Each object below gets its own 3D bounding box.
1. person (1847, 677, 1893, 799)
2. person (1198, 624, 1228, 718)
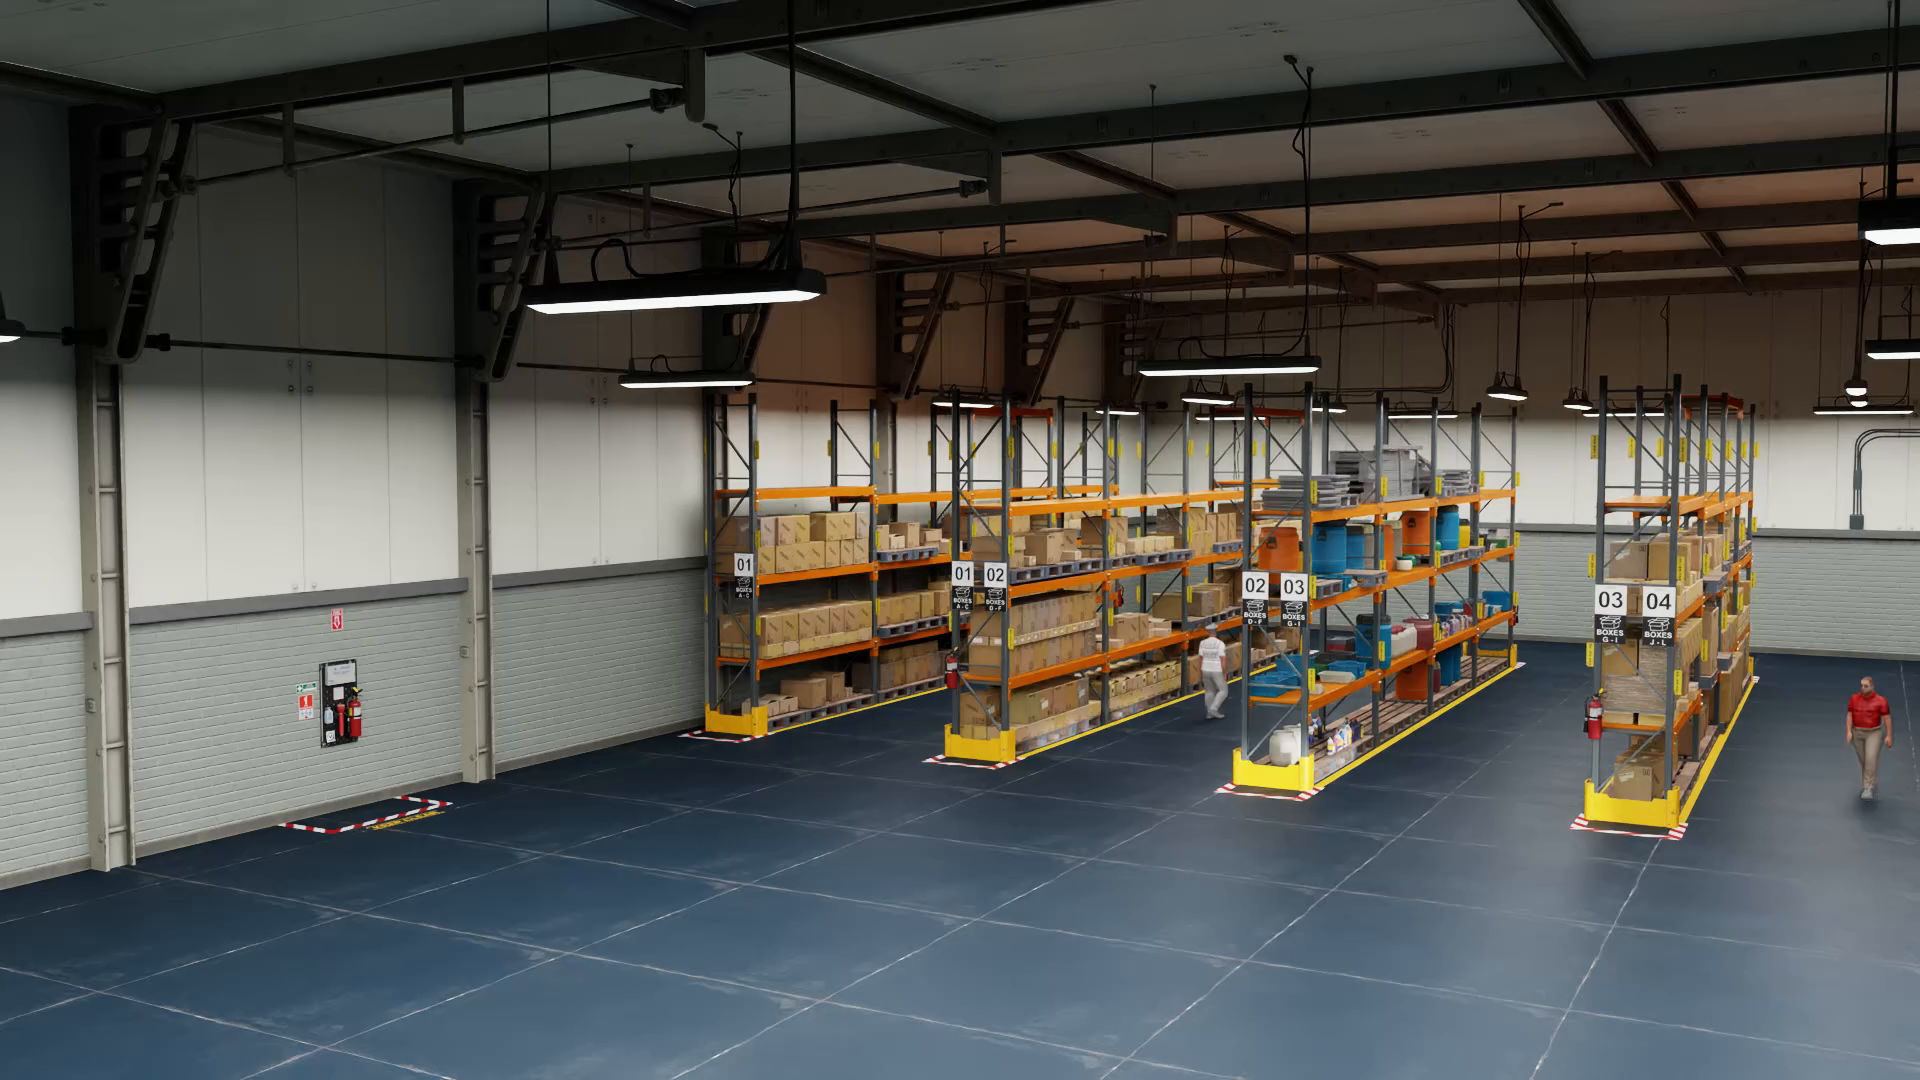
[{"bbox_3d":[13.110,2.830,24.075,0.884,1.690,0.593,-2,4,-33],"label":"person"},{"bbox_3d":[4.698,2.456,30.950,0.585,1.756,0.562,2,4,34],"label":"person"}]
